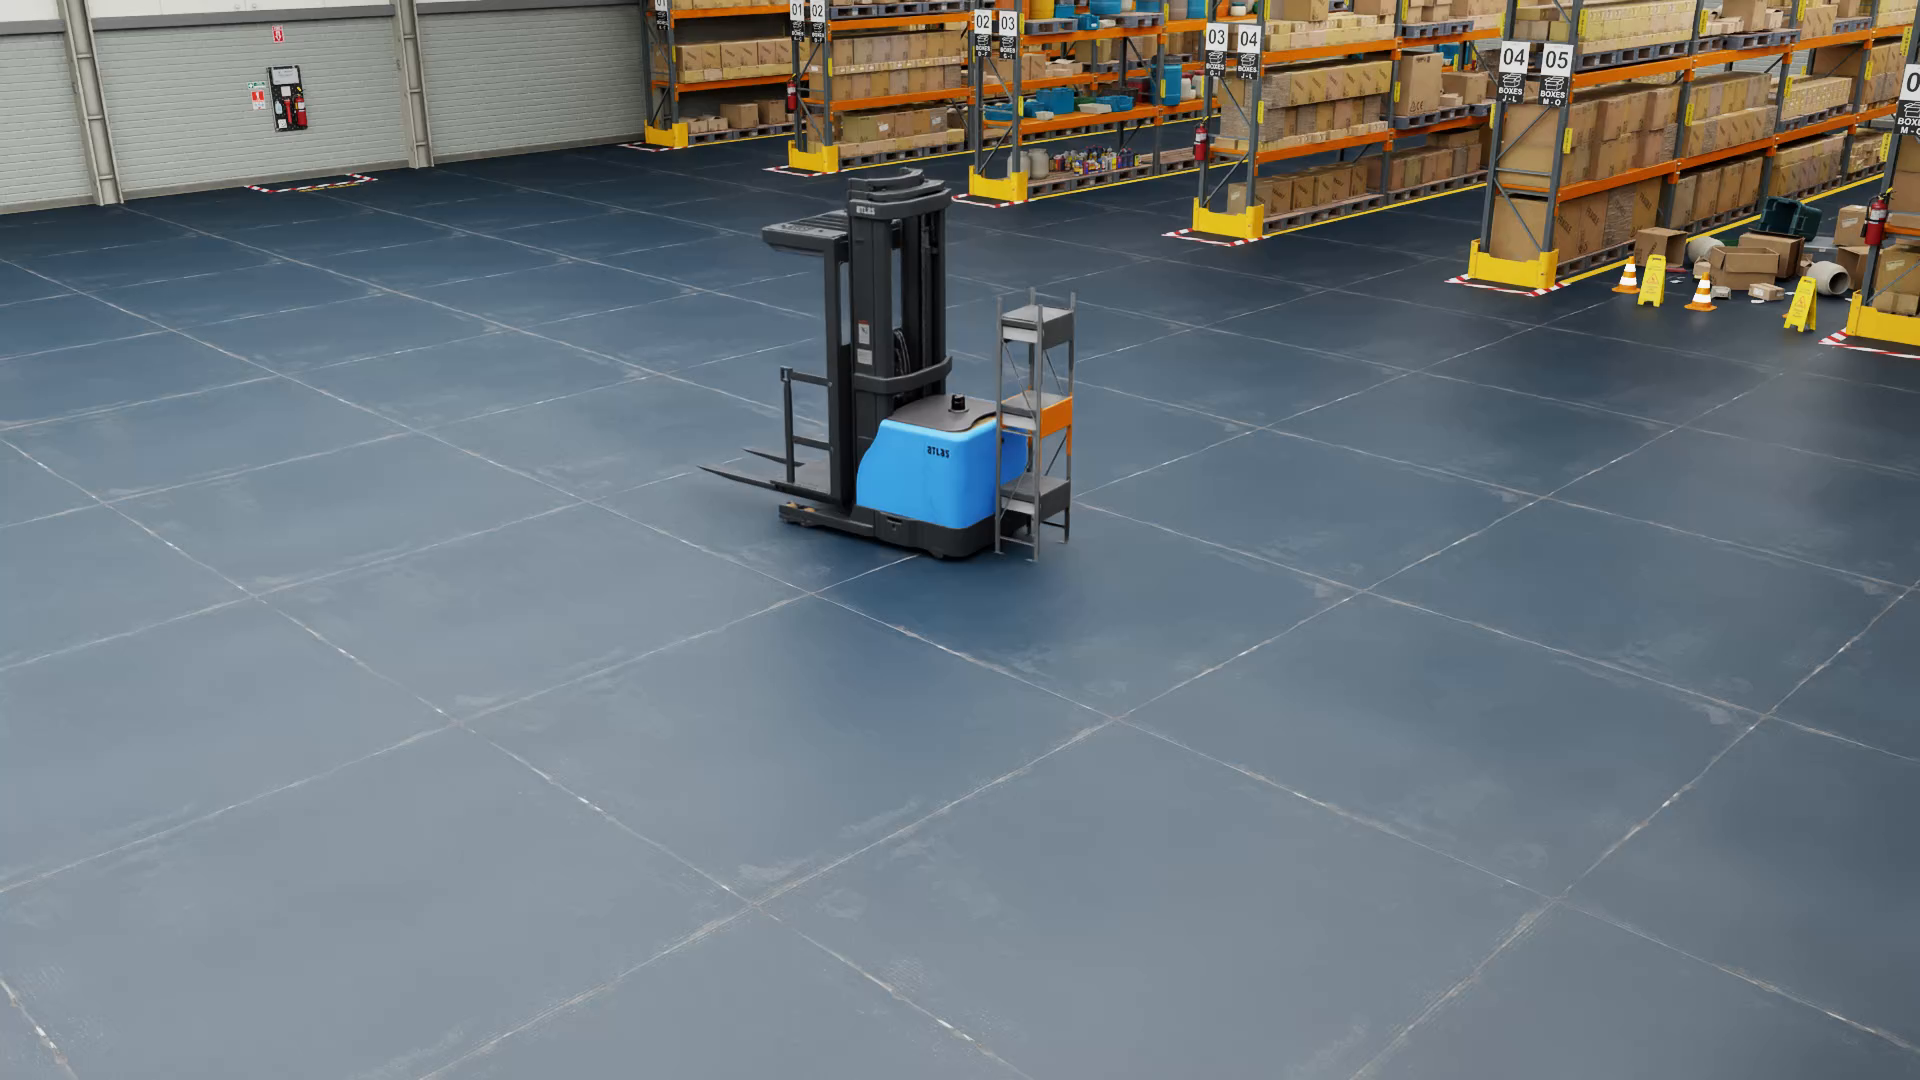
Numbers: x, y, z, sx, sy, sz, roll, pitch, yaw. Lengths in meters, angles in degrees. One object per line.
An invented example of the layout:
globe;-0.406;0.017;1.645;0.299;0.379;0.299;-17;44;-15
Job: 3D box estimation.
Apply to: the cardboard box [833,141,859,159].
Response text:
cardboard box;-2.351;-7.758;33.051;0.500;0.250;0.500;19;28;41

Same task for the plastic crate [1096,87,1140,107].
plastic crate;2.996;-8.419;31.611;0.767;0.338;0.504;19;28;41

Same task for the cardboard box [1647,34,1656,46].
cardboard box;9.572;-7.068;23.453;0.380;0.149;0.250;19;28;40

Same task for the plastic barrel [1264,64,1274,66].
plastic barrel;6.136;-9.447;34.010;0.600;0.536;0.708;19;28;41

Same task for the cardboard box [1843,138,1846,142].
cardboard box;16.984;-7.753;32.352;0.380;0.149;0.250;18;27;39

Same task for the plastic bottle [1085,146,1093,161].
plastic bottle;2.460;-7.367;31.867;0.144;0.351;0.185;18;27;38

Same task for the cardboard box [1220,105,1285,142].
cardboard box;4.614;-6.603;26.245;0.875;0.500;0.500;19;28;41

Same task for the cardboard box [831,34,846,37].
cardboard box;-2.872;-11.546;38.908;0.500;0.500;0.700;-17;27;-37

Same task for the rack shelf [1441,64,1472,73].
rack shelf;10.428;-10.785;38.684;1.077;0.370;4.000;19;28;41

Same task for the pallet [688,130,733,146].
pallet;-5.791;-8.920;36.714;1.003;0.211;1.213;19;28;41

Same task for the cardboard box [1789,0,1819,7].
cardboard box;14.114;-9.043;27.762;0.396;0.266;0.258;19;28;41

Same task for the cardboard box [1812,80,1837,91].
cardboard box;15.373;-8.102;29.634;0.380;0.149;0.250;19;28;40

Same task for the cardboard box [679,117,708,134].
cardboard box;-5.889;-9.108;36.450;0.500;0.311;0.500;15;26;35

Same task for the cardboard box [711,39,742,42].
cardboard box;-5.193;-10.856;37.001;0.500;0.500;0.500;-20;29;-41

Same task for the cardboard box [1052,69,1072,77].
cardboard box;2.267;-10.402;37.034;0.380;0.149;0.250;19;28;41

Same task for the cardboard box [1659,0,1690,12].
cardboard box;10.281;-7.703;23.994;0.380;0.149;0.250;19;28;40

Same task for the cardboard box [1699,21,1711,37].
cardboard box;11.084;-7.716;24.978;0.258;0.266;0.396;19;28;40

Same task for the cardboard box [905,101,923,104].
cardboard box;-1.321;-10.899;40.847;0.500;0.500;0.700;-20;29;-41

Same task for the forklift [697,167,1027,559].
forklift;-0.930;-1.614;13.916;3.031;2.935;1.130;14;25;32

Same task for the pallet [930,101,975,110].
pallet;-0.252;-10.941;41.972;1.003;0.211;1.213;19;28;41

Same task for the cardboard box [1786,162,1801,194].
cardboard box;14.299;-6.349;29.038;0.500;0.500;0.500;20;28;41

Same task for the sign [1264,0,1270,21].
sign;4.599;-7.955;24.918;0.100;0.325;0.005;19;28;41

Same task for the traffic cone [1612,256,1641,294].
traffic cone;9.082;-3.612;22.555;0.336;0.463;0.334;19;28;41

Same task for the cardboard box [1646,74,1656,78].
cardboard box;14.515;-10.012;35.464;0.500;0.250;0.500;18;27;39

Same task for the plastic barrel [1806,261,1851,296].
plastic barrel;11.667;-3.510;22.343;0.421;0.421;0.512;-2;21;-5

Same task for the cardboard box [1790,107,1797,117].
cardboard box;14.106;-7.353;28.517;0.250;0.149;0.380;-18;28;-39

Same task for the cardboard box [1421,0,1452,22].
cardboard box;8.056;-9.294;28.890;0.637;0.503;0.797;-19;28;-40

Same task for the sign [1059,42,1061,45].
sign;2.301;-11.456;37.923;0.100;0.325;0.005;19;28;41

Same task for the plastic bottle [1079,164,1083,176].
plastic bottle;2.222;-6.836;30.694;0.097;0.201;0.097;0;21;0

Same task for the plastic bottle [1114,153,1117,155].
plastic bottle;2.952;-7.228;31.609;0.152;0.276;0.135;19;28;41

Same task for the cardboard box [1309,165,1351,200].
cardboard box;6.299;-6.098;28.385;0.500;0.500;0.500;-11;23;-25

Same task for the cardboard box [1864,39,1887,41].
cardboard box;17.626;-9.472;32.317;0.500;0.500;0.500;18;28;39

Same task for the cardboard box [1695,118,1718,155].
cardboard box;11.395;-6.288;25.841;0.500;0.500;0.500;20;28;41

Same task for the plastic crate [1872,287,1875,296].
plastic crate;12.418;-3.269;22.196;0.402;0.080;0.583;9;23;23

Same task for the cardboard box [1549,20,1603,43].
cardboard box;8.214;-6.787;22.167;0.500;0.250;0.500;19;28;41

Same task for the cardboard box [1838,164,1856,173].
cardboard box;16.549;-6.978;31.165;0.380;0.149;0.250;18;27;38

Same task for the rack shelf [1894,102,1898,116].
rack shelf;12.706;-5.381;20.442;1.077;0.370;4.000;19;28;41

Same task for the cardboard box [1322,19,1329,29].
cardboard box;5.641;-8.213;26.462;0.380;0.149;0.250;19;28;40

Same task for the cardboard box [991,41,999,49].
cardboard box;0.743;-12.709;42.105;0.500;0.500;0.500;-19;28;-41

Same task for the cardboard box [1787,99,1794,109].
cardboard box;13.943;-7.434;28.311;0.250;0.149;0.380;-18;28;-40

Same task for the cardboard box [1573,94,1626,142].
cardboard box;8.786;-5.950;23.385;0.875;0.550;0.550;19;28;41

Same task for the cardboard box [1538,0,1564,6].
cardboard box;11.201;-10.514;32.065;0.797;0.503;0.637;19;28;40

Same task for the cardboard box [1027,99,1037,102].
cardboard box;1.760;-9.796;37.571;0.500;0.311;0.500;18;28;39

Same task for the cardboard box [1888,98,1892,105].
cardboard box;17.695;-8.475;32.020;0.250;0.149;0.380;-20;28;-41

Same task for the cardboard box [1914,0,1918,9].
cardboard box;18.001;-10.247;31.611;0.500;0.250;0.500;-20;28;-41

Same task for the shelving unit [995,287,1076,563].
shelving unit;0.593;-0.910;13.241;0.431;2.100;0.503;14;25;31

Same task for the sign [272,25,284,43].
sign;-12.582;-9.335;30.677;0.001;0.298;0.199;19;28;41

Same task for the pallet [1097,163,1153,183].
pallet;2.954;-7.087;31.945;1.003;0.211;1.213;19;28;41

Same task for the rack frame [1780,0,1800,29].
rack frame;13.275;-9.872;26.943;1.000;3.000;0.127;19;28;41

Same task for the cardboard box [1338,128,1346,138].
cardboard box;6.154;-6.756;27.548;0.380;0.149;0.250;19;28;41

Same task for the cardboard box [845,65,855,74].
cardboard box;-2.274;-9.228;32.586;0.380;0.149;0.250;18;28;39

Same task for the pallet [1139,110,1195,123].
pallet;4.946;-10.327;40.377;1.003;0.211;1.213;19;28;41

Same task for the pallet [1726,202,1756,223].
pallet;12.671;-5.586;28.042;1.003;0.211;1.213;19;28;41

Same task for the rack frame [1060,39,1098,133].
rack frame;2.696;-10.819;37.770;1.000;3.000;0.127;19;28;41

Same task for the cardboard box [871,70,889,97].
cardboard box;-1.836;-9.189;33.388;0.700;0.500;0.500;19;28;41
